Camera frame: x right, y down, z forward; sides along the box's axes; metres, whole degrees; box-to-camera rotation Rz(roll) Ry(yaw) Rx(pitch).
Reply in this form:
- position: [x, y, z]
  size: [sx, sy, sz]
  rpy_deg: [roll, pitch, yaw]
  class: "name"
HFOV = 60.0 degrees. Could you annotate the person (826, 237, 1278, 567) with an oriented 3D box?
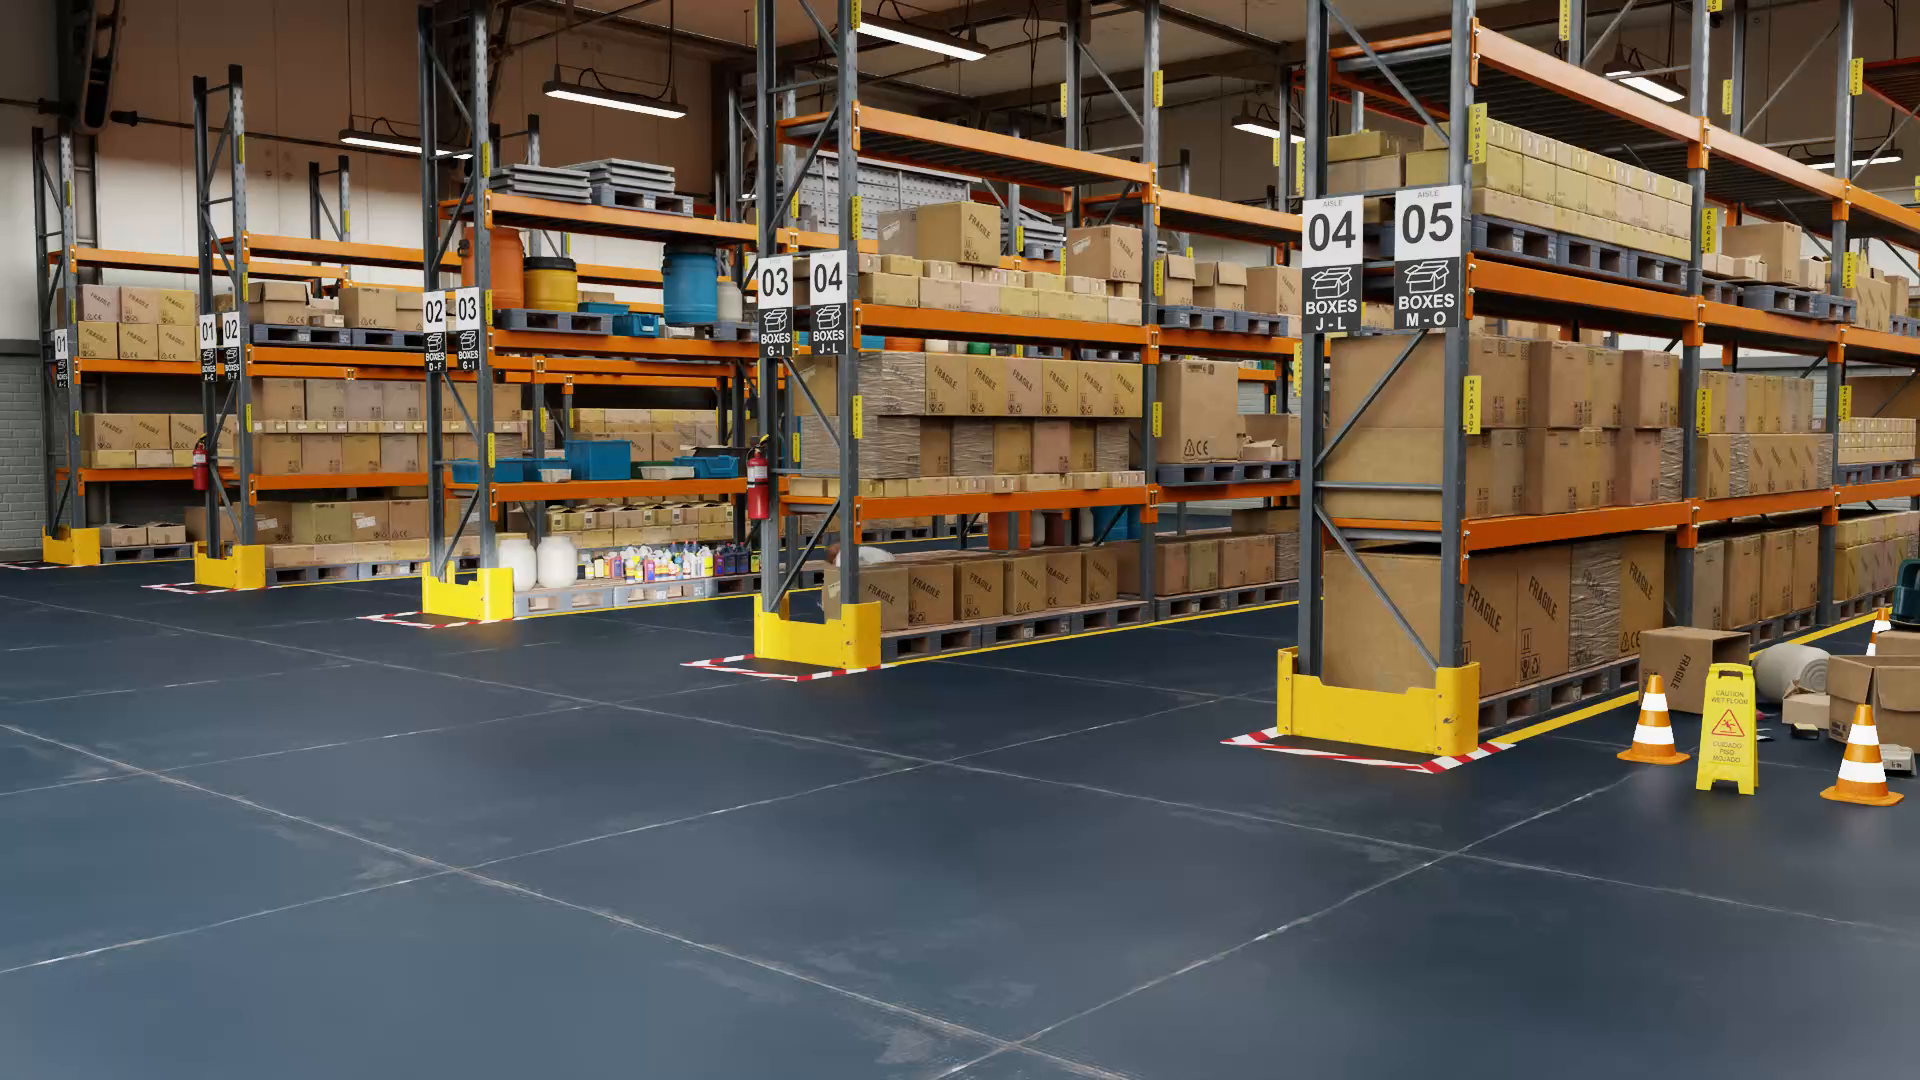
- position: [5.505, -2.706, 23.471]
  size: [24.670, 6.022, 19.451]
  rpy_deg: [3, 5, 40]
  class: "person"
